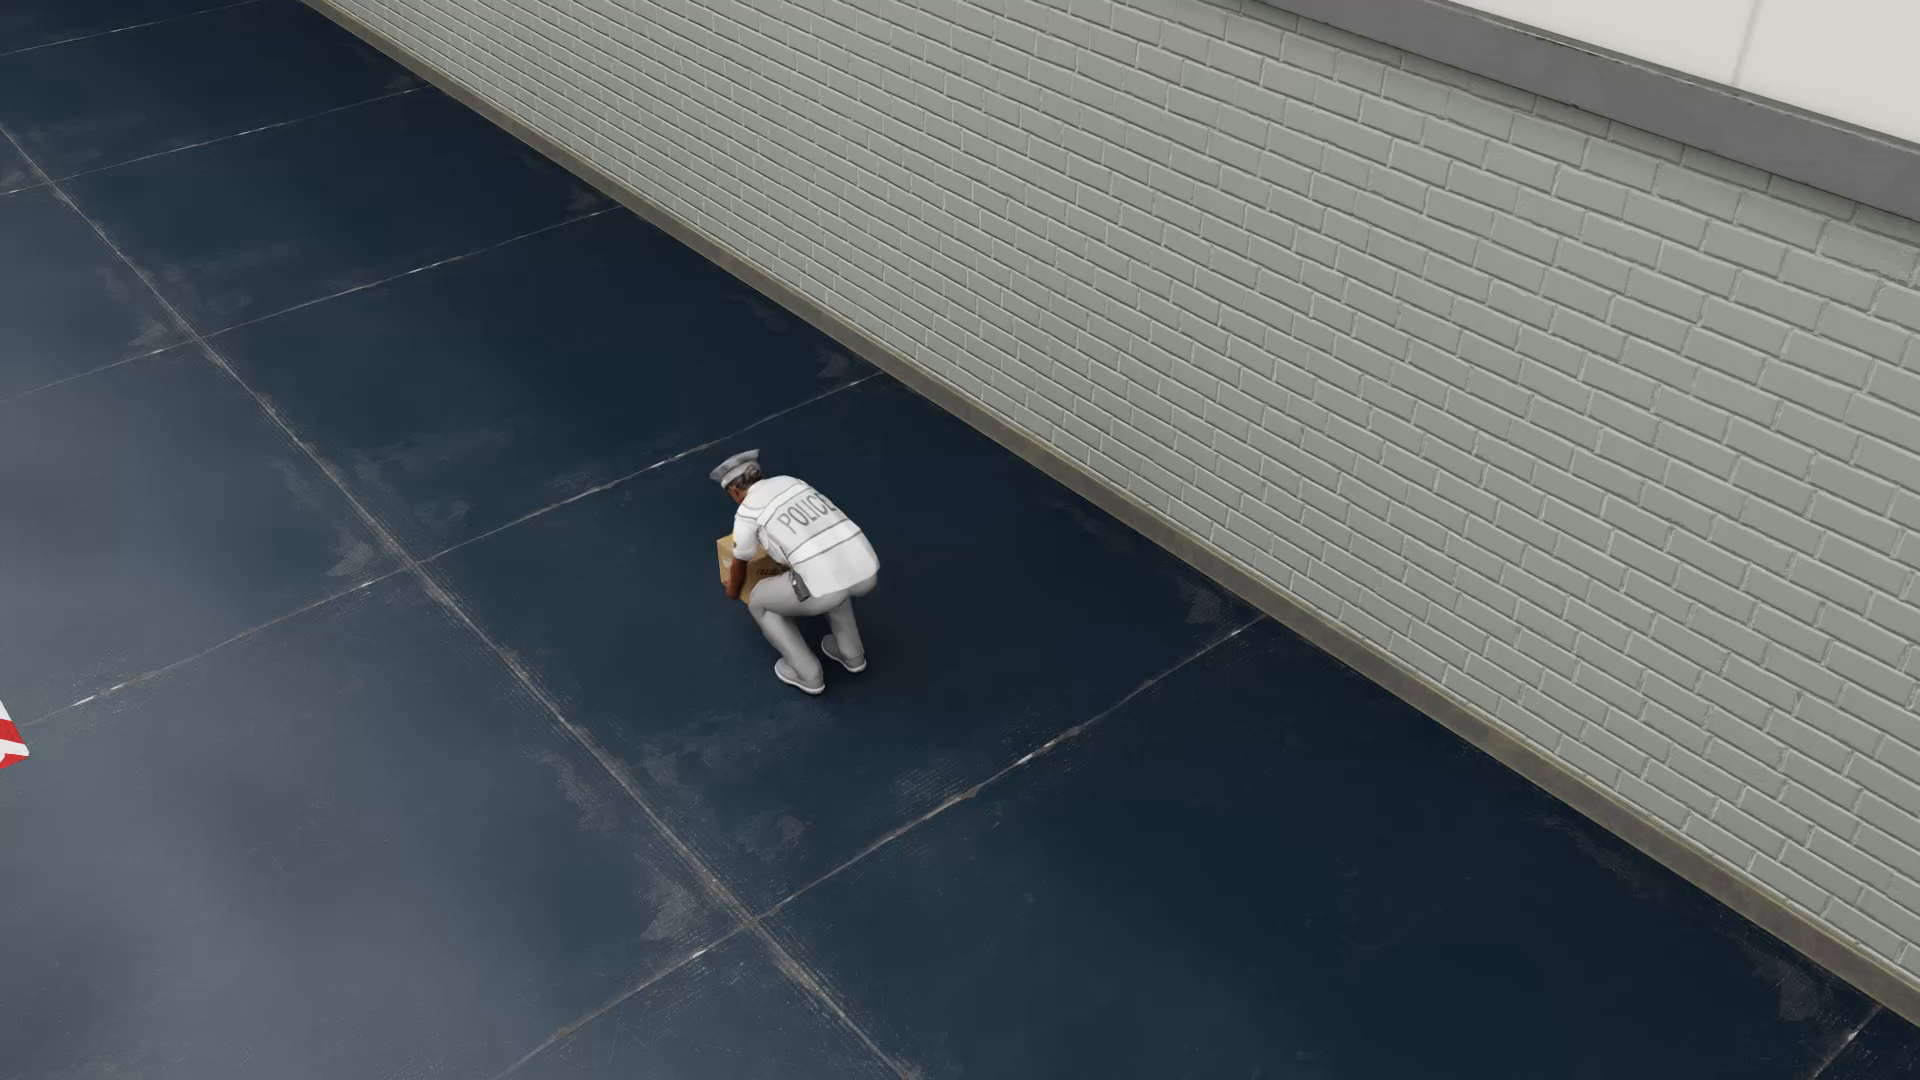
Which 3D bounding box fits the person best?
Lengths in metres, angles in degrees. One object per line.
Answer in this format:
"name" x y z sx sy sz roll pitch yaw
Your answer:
"person" -0.750 0.132 7.482 0.470 0.979 0.917 -28 45 -33
